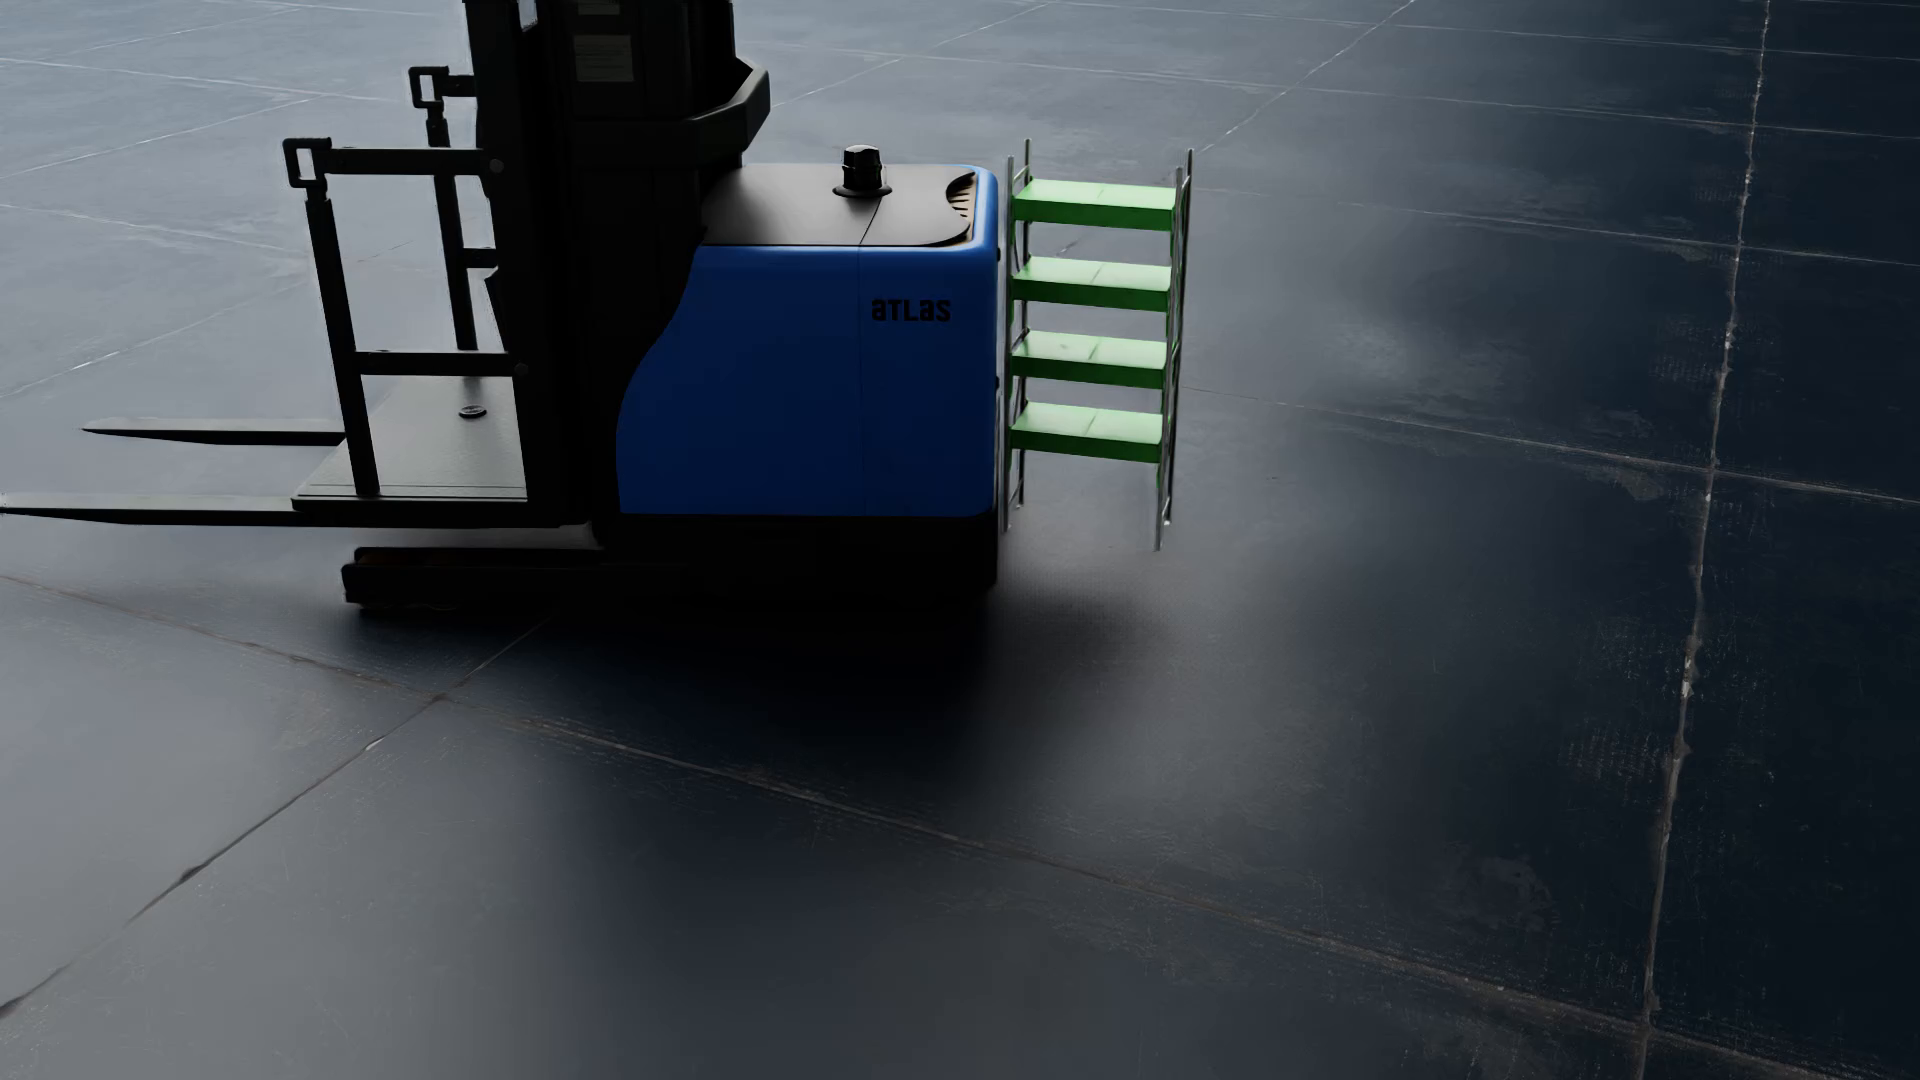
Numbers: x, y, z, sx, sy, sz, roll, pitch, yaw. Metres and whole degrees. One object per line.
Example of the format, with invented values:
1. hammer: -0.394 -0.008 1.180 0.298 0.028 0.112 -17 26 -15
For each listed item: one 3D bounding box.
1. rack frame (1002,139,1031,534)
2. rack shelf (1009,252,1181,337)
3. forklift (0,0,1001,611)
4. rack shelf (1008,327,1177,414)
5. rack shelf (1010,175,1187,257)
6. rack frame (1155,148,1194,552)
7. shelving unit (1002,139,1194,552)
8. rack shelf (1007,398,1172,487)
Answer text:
1. rack frame: 0.174 -0.610 5.131 0.015 1.200 0.240 7 27 14
2. rack shelf: 0.410 -0.740 4.996 0.480 0.148 0.258 7 27 14
3. forklift: -1.396 -1.341 4.656 3.031 2.935 1.130 1 26 1
4. rack shelf: 0.410 -0.525 5.102 0.480 0.148 0.258 7 27 14
5. rack shelf: 0.410 -0.955 4.890 0.480 0.148 0.258 7 27 14
6. rack frame: 0.645 -0.554 5.016 0.015 1.200 0.240 7 27 14
7. shelving unit: 0.410 -0.582 5.074 0.503 1.200 0.258 7 27 14
8. rack shelf: 0.410 -0.309 5.208 0.480 0.148 0.258 7 27 14
